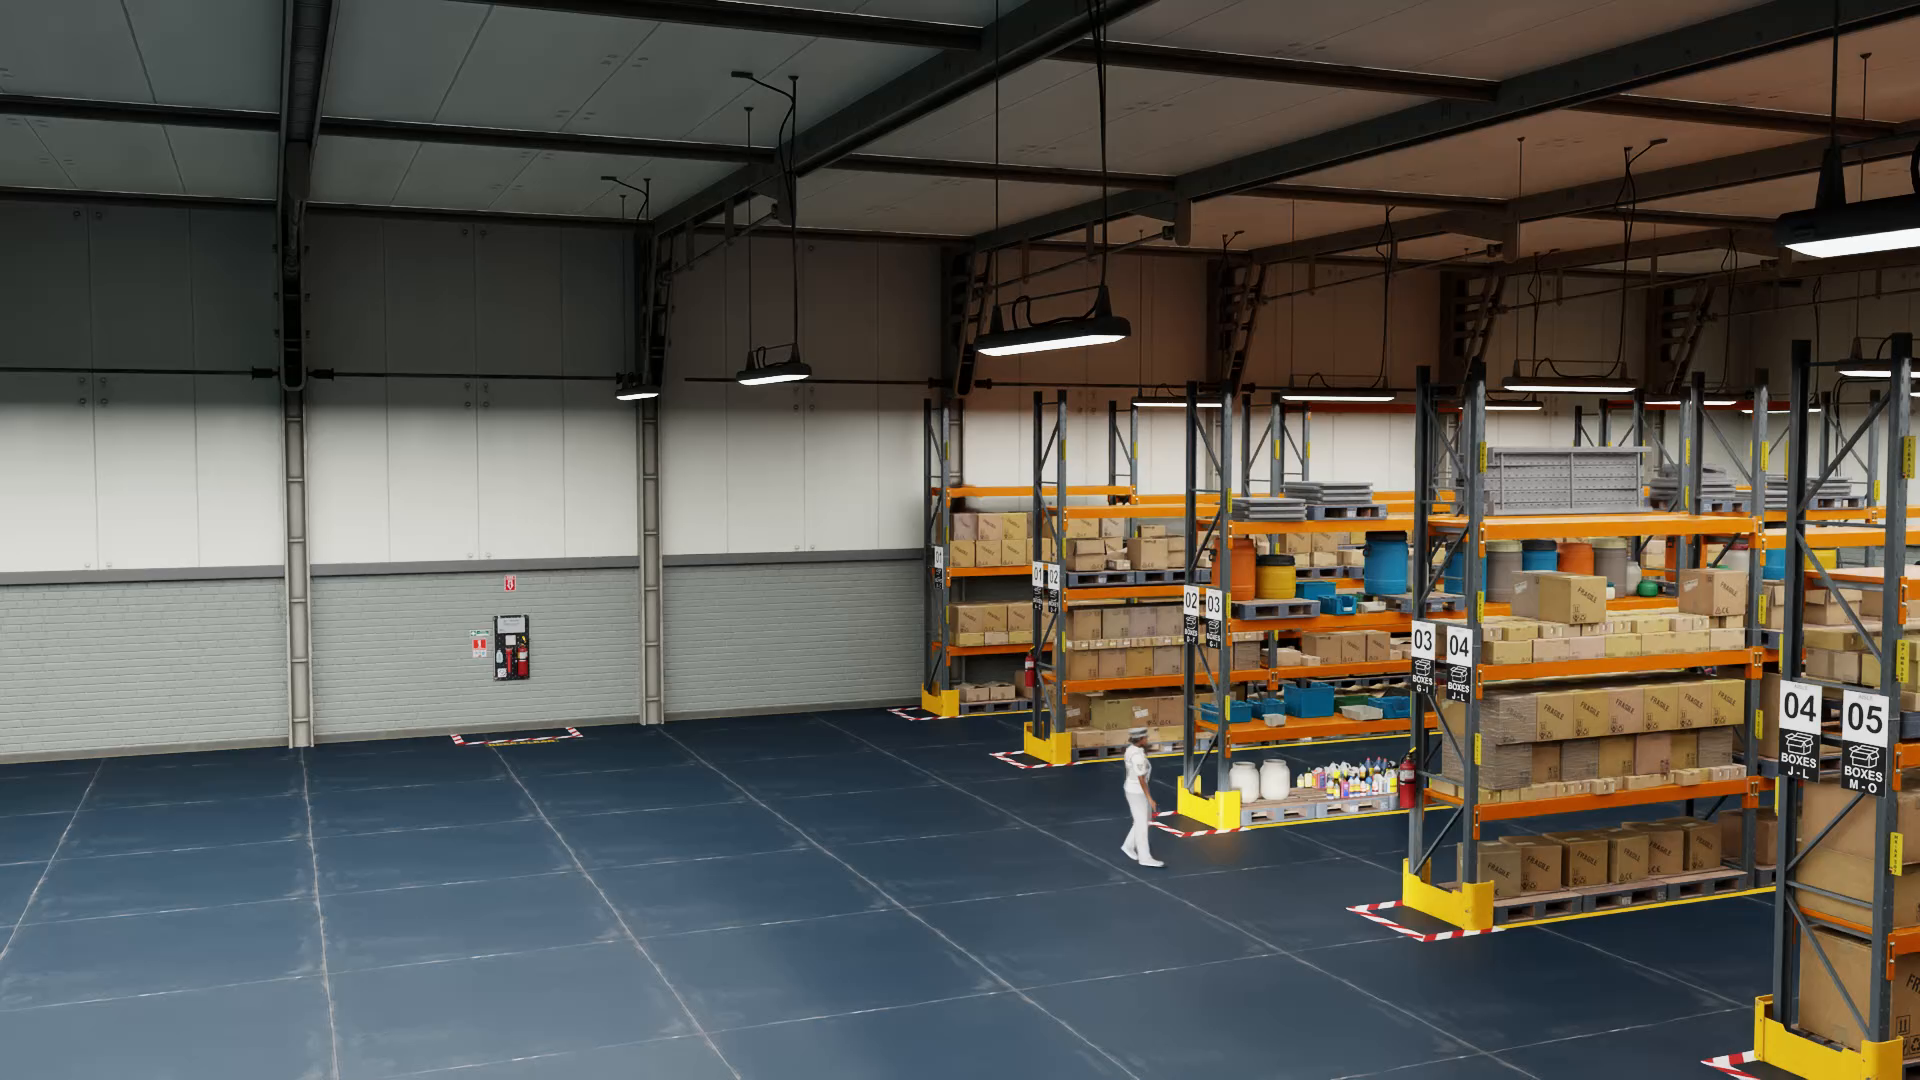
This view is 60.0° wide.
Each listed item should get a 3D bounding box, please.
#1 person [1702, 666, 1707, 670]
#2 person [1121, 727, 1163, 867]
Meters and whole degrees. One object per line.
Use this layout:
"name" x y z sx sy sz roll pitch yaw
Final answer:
"person" 16.429 2.090 37.138 0.585 1.812 0.409 3 4 40
"person" 2.231 3.126 20.358 0.501 1.683 0.588 0 3 2
